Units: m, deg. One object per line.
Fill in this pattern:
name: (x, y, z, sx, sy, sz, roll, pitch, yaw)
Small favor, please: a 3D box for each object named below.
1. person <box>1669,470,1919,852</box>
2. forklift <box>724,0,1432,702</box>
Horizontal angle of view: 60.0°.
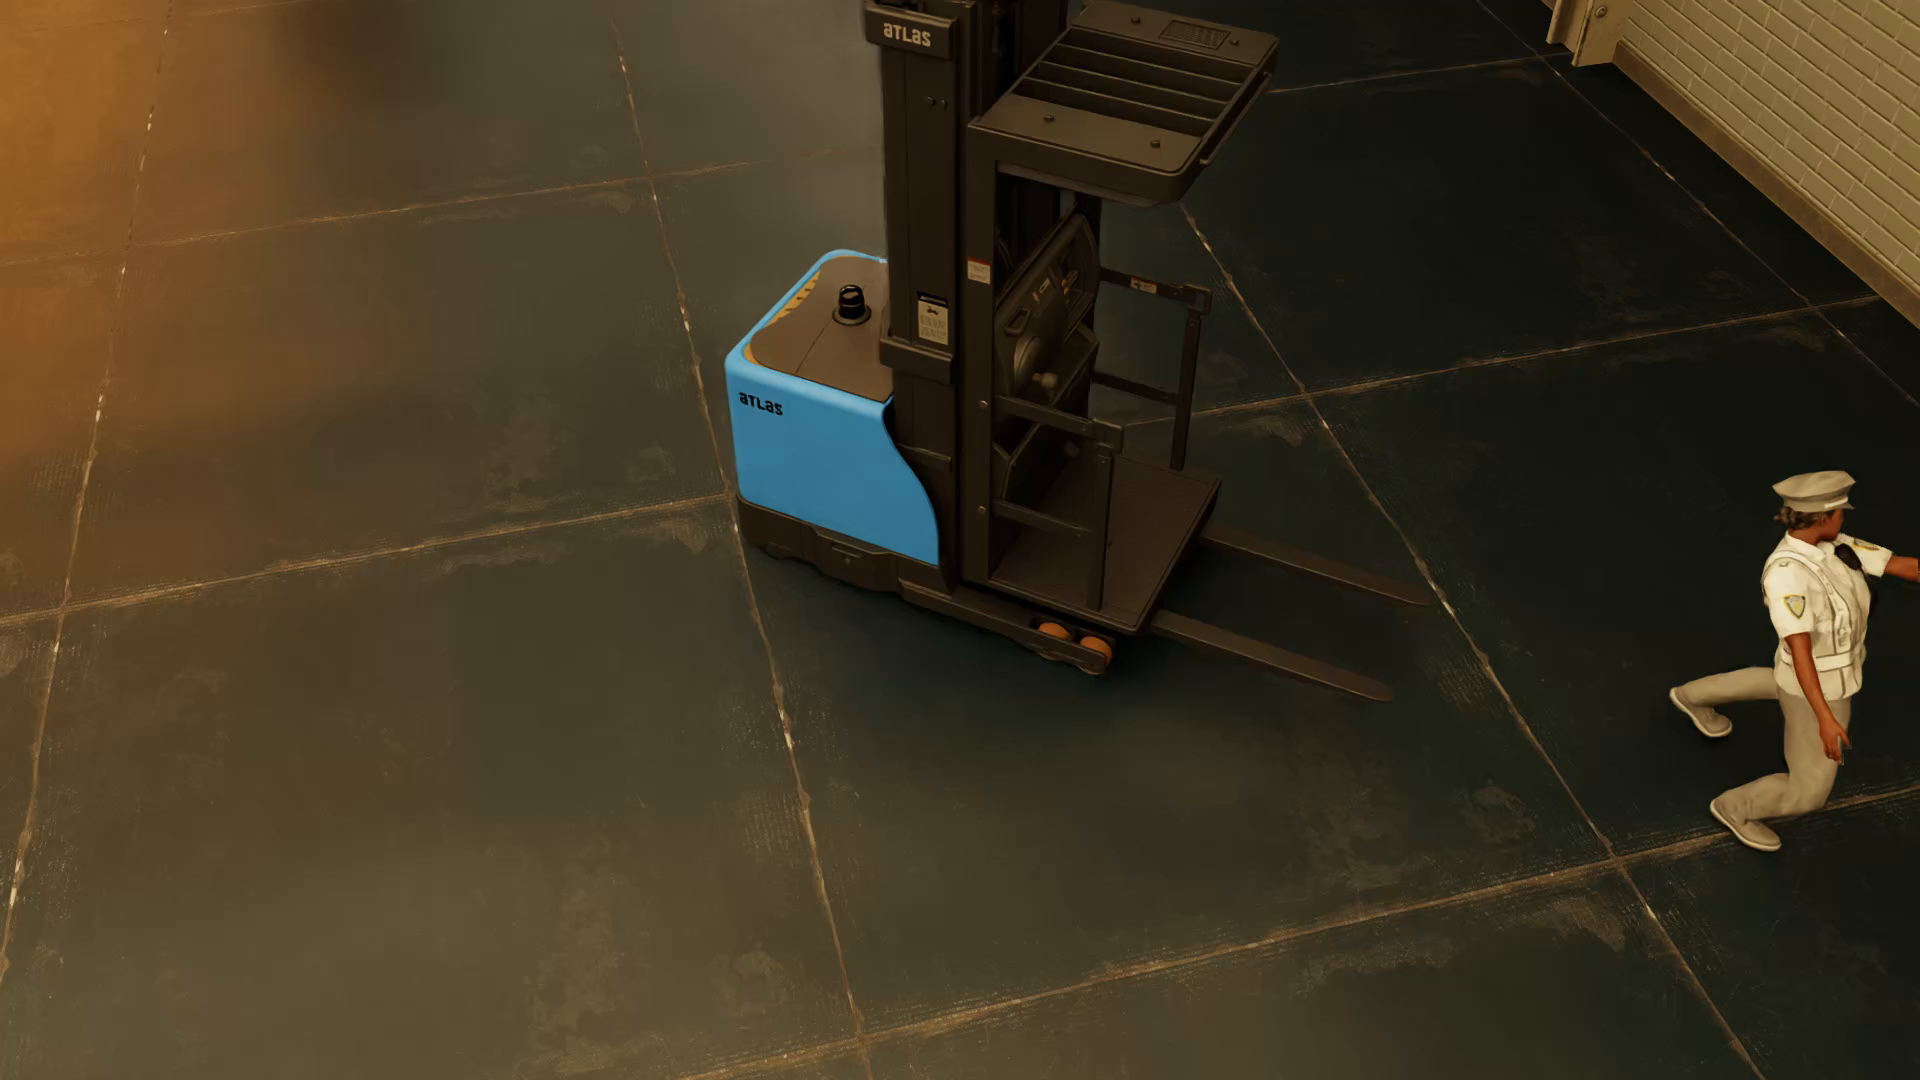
person: (3.126, 0.547, 6.102, 0.785, 1.488, 0.926, 19, 46, 19)
forklift: (0.535, -0.905, 6.603, 3.031, 2.935, 1.130, 18, 46, 18)
